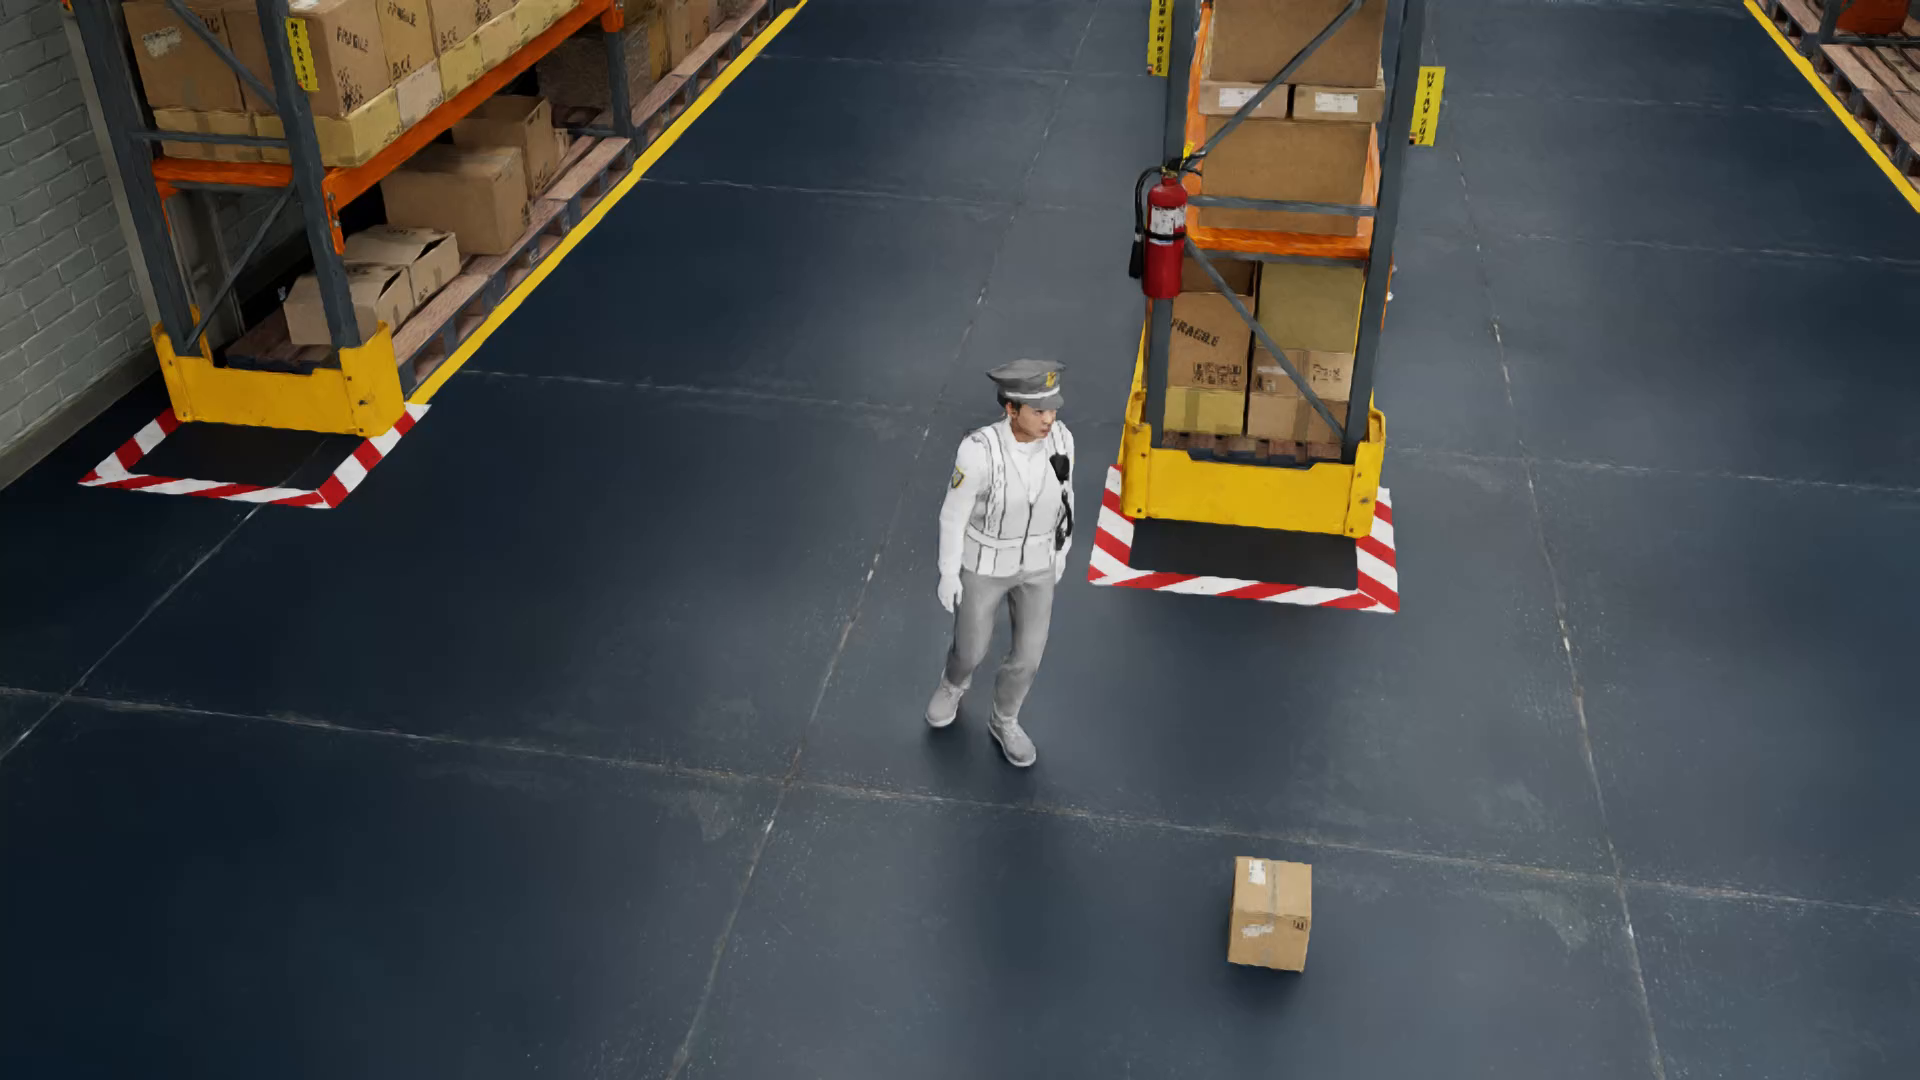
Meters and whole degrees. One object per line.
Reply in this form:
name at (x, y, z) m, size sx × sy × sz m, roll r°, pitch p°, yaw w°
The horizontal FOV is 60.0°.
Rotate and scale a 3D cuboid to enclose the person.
person at (0.148, 0.046, 6.059) m, size 0.534 × 1.670 × 0.526 m, roll -11°, pitch 34°, yaw -17°
